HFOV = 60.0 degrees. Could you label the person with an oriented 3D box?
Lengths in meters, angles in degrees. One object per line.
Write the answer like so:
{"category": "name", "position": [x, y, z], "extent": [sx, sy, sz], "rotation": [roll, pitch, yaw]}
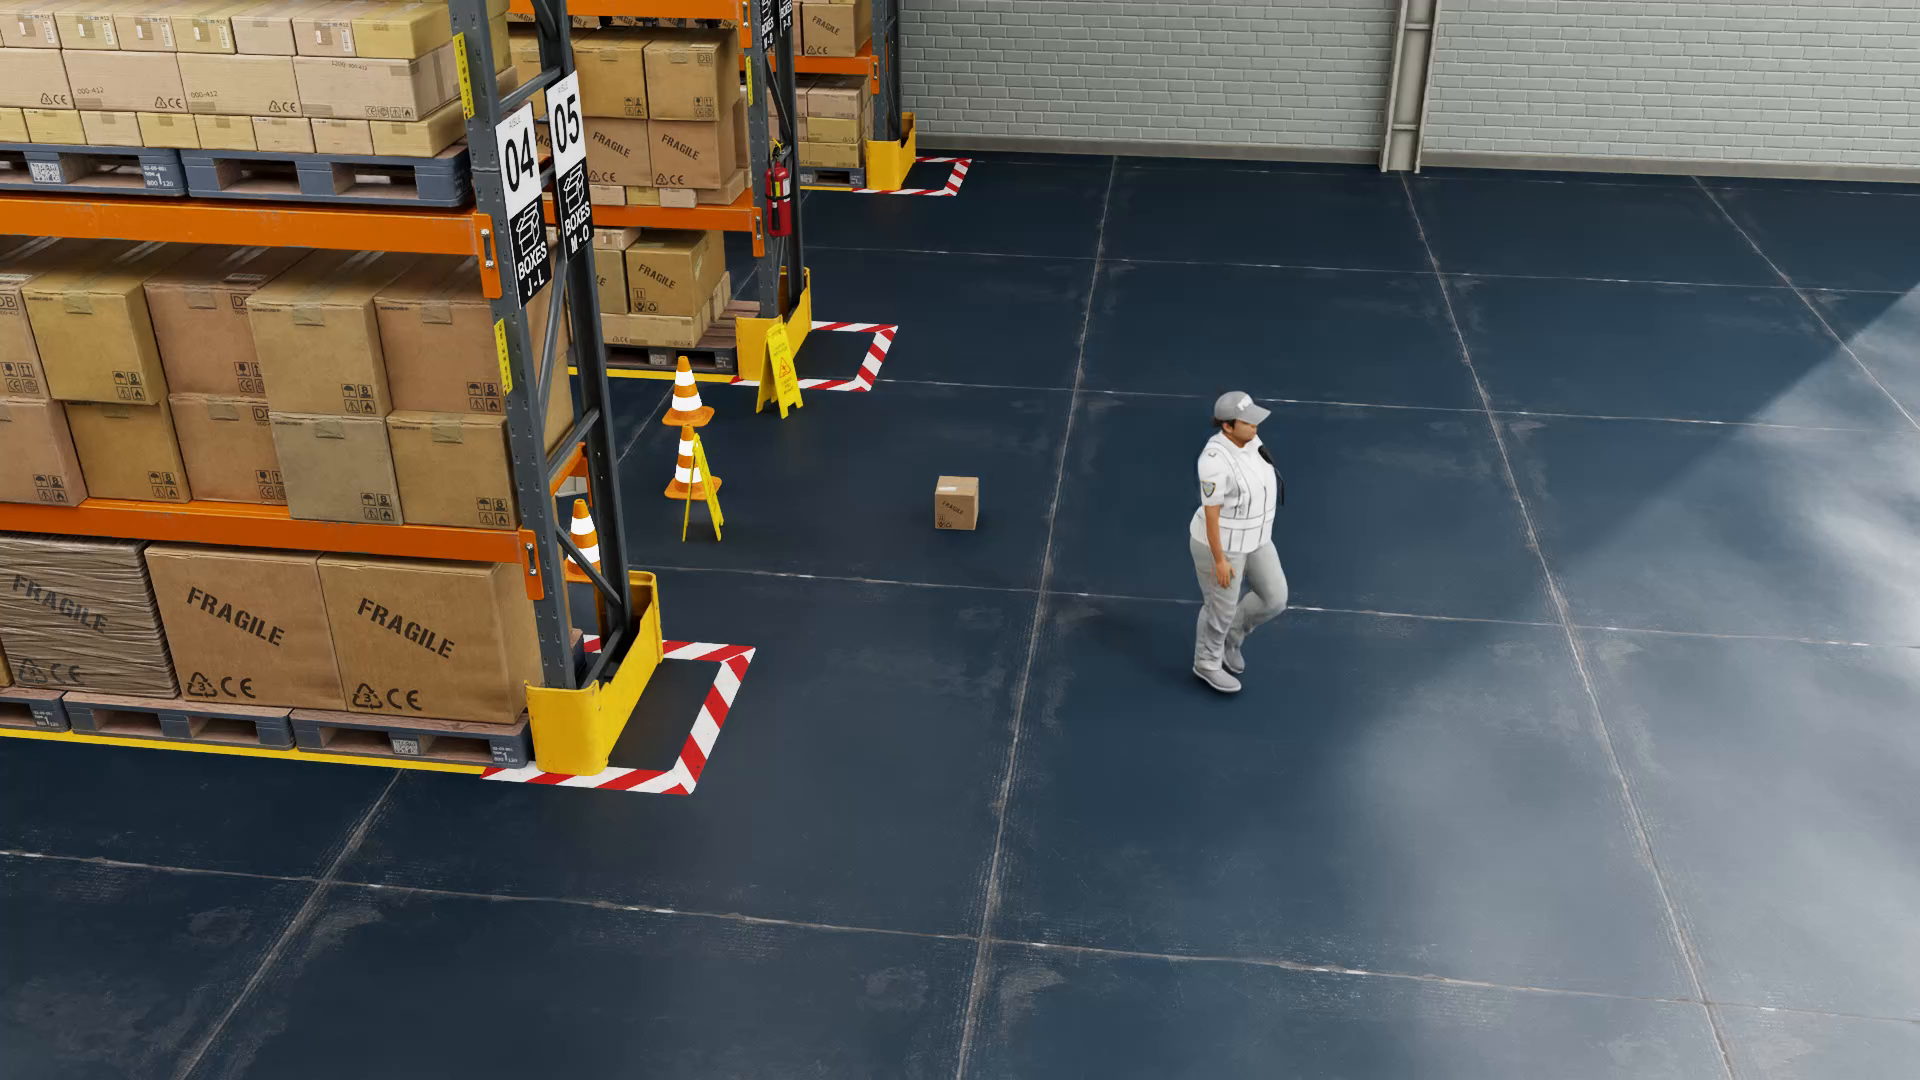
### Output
{"category": "person", "position": [1.429, 0.032, 8.541], "extent": [0.455, 1.680, 0.481], "rotation": [25, 37, 38]}
